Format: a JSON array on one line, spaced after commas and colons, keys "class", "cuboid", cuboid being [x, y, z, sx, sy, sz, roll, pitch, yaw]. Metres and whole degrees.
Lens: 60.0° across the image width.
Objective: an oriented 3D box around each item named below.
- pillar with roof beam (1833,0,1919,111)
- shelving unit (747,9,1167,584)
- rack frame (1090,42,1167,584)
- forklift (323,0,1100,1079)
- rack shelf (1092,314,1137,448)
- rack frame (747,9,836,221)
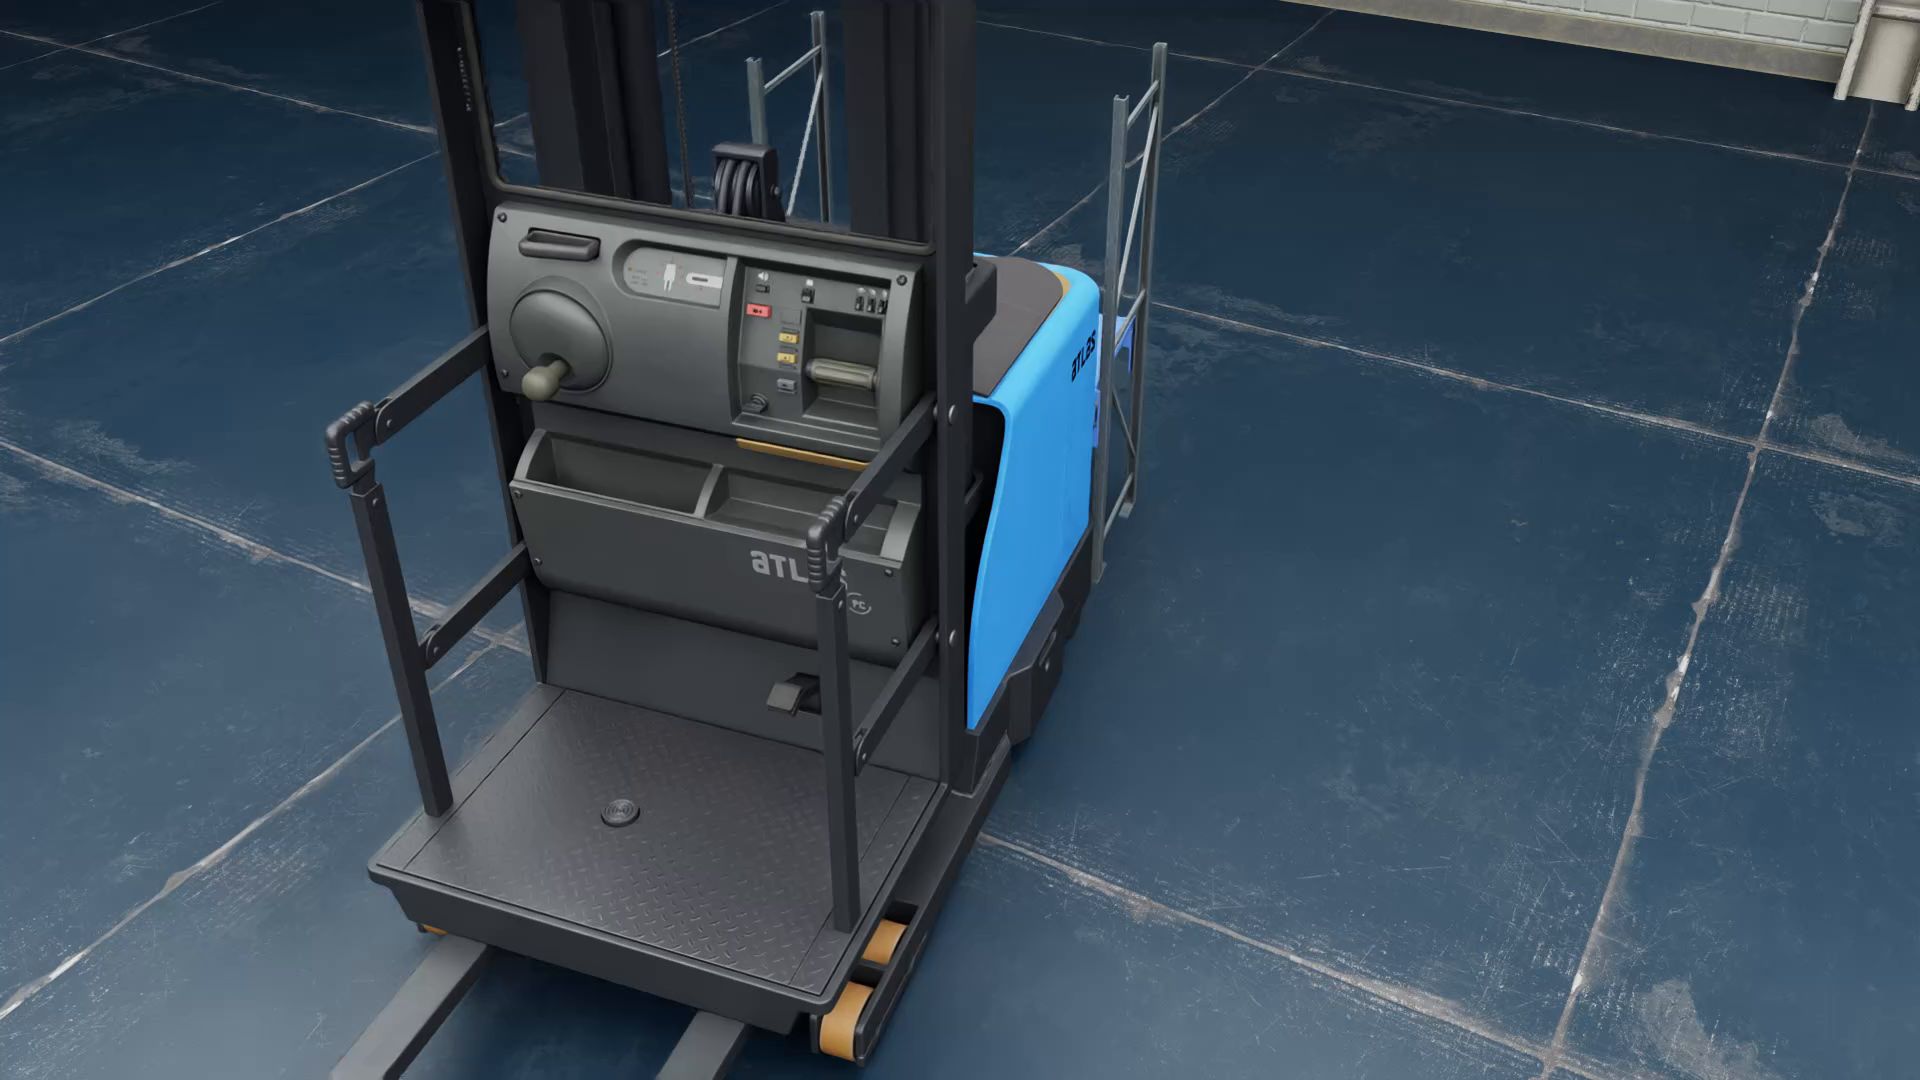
[{"class": "pillar with roof beam", "cuboid": [2.697, -4.013, 3.157, 0.400, 9.000, 9.100, 18, 37, 24]}, {"class": "shelving unit", "cuboid": [0.000, -0.713, 4.968, 1.048, 1.500, 0.538, 10, 35, 15]}, {"class": "rack frame", "cuboid": [0.483, -0.625, 4.835, 0.032, 1.500, 0.500, 10, 35, 15]}, {"class": "forklift", "cuboid": [-0.604, -0.365, 3.154, 1.130, 2.935, 3.031, 12, 35, 17]}, {"class": "rack shelf", "cuboid": [0.000, -0.564, 5.068, 1.000, 0.185, 0.538, 10, 35, 15]}, {"class": "rack frame", "cuboid": [-0.482, -0.802, 5.101, 0.032, 1.500, 0.500, 10, 35, 15]}]
